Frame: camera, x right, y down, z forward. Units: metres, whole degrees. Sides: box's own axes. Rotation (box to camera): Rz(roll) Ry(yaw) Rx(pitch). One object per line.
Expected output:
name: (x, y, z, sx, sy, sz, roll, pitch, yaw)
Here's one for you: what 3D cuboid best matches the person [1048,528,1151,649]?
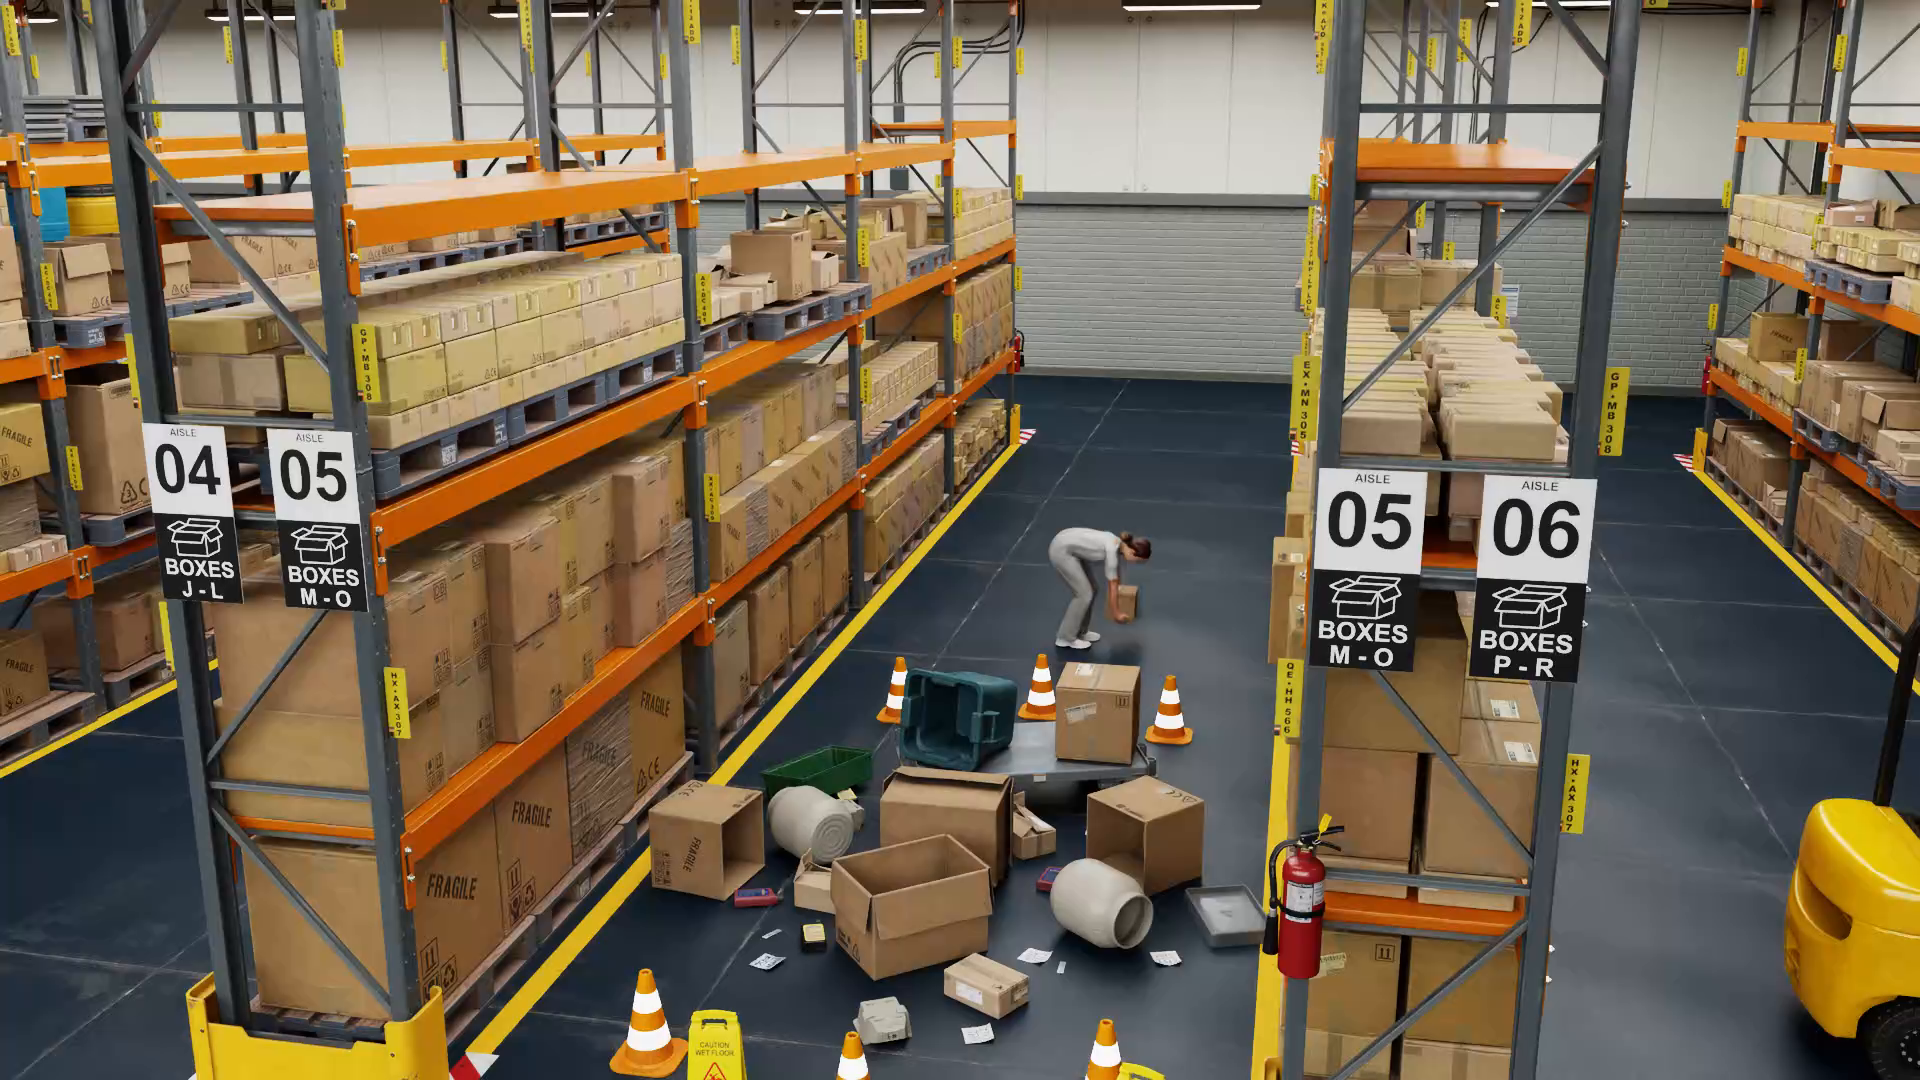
person: (1.193, 0.409, 14.248, 0.872, 1.023, 0.427, 2, 15, 9)
